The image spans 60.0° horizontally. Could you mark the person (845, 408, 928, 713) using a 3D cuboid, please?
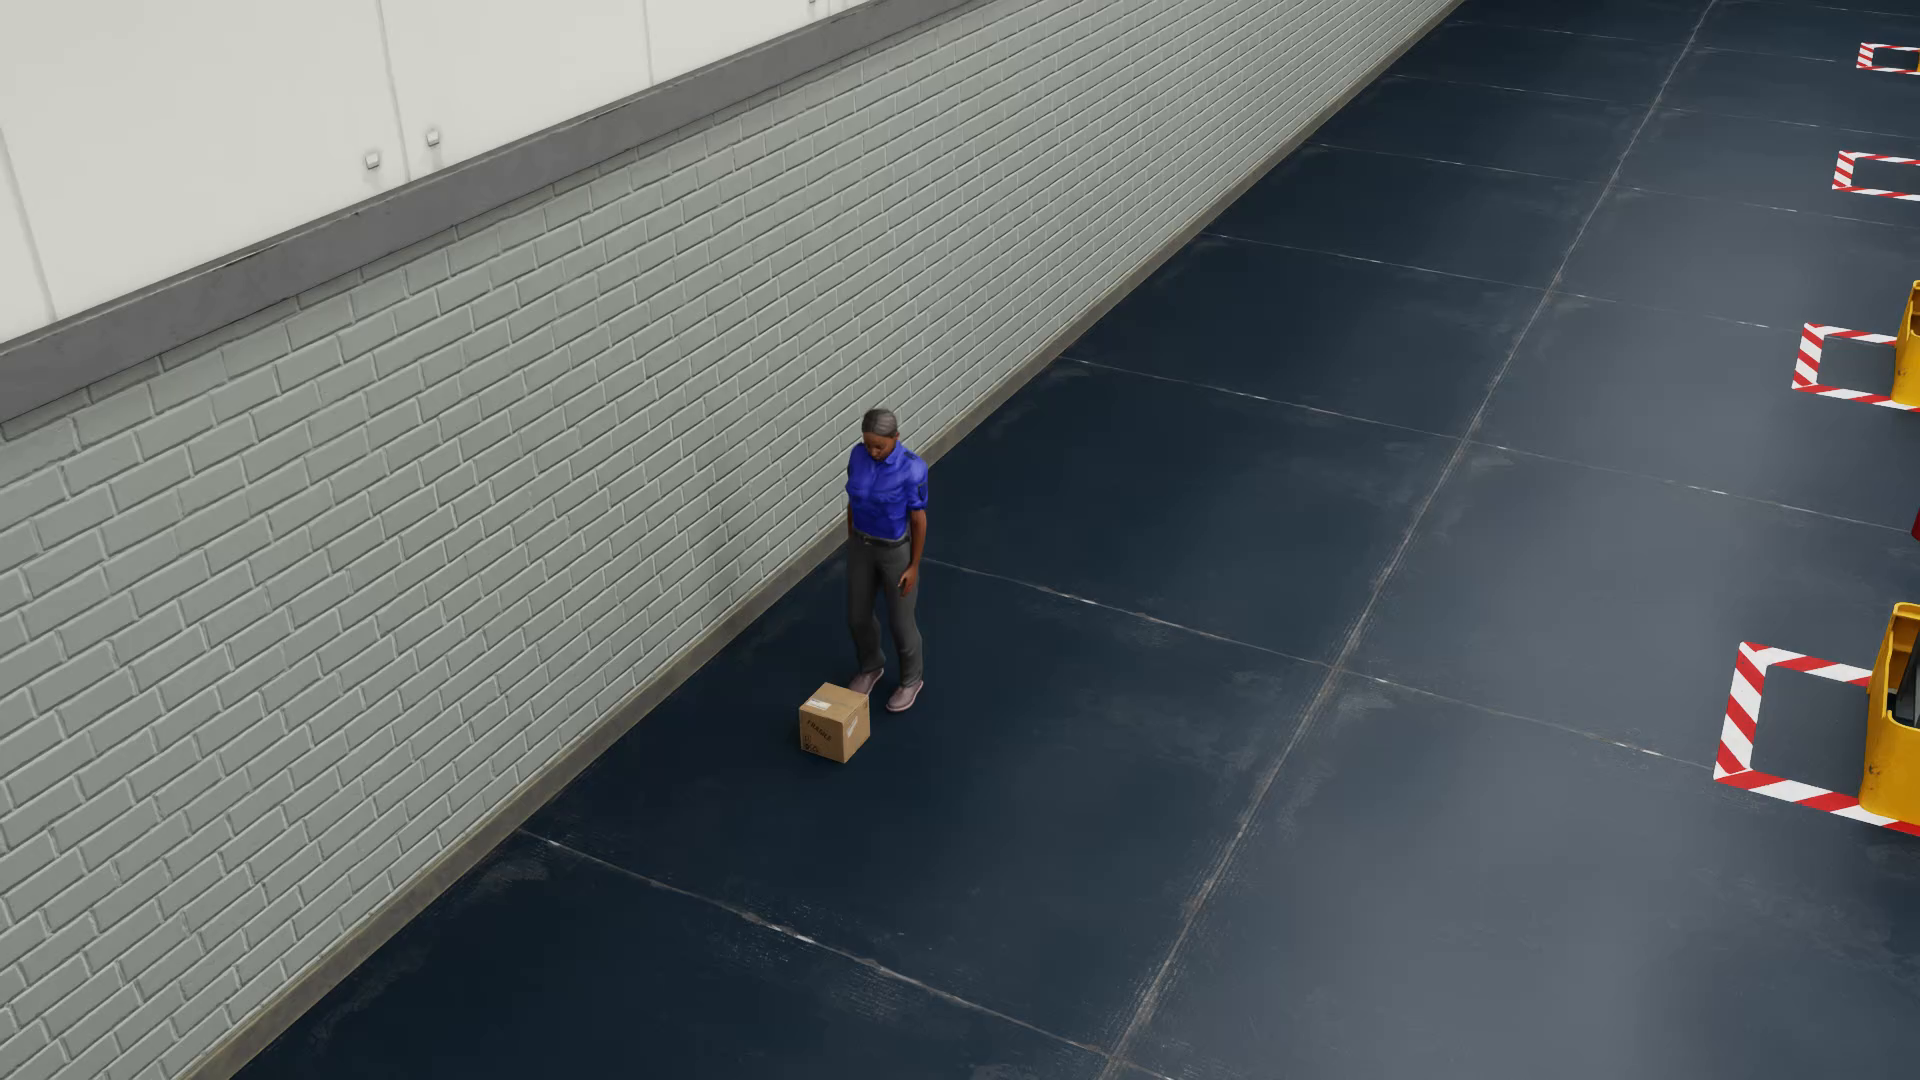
[{"bbox_3d":[-0.360,0.086,8.169,0.443,1.646,0.315,15,34,24],"label":"person"}]
